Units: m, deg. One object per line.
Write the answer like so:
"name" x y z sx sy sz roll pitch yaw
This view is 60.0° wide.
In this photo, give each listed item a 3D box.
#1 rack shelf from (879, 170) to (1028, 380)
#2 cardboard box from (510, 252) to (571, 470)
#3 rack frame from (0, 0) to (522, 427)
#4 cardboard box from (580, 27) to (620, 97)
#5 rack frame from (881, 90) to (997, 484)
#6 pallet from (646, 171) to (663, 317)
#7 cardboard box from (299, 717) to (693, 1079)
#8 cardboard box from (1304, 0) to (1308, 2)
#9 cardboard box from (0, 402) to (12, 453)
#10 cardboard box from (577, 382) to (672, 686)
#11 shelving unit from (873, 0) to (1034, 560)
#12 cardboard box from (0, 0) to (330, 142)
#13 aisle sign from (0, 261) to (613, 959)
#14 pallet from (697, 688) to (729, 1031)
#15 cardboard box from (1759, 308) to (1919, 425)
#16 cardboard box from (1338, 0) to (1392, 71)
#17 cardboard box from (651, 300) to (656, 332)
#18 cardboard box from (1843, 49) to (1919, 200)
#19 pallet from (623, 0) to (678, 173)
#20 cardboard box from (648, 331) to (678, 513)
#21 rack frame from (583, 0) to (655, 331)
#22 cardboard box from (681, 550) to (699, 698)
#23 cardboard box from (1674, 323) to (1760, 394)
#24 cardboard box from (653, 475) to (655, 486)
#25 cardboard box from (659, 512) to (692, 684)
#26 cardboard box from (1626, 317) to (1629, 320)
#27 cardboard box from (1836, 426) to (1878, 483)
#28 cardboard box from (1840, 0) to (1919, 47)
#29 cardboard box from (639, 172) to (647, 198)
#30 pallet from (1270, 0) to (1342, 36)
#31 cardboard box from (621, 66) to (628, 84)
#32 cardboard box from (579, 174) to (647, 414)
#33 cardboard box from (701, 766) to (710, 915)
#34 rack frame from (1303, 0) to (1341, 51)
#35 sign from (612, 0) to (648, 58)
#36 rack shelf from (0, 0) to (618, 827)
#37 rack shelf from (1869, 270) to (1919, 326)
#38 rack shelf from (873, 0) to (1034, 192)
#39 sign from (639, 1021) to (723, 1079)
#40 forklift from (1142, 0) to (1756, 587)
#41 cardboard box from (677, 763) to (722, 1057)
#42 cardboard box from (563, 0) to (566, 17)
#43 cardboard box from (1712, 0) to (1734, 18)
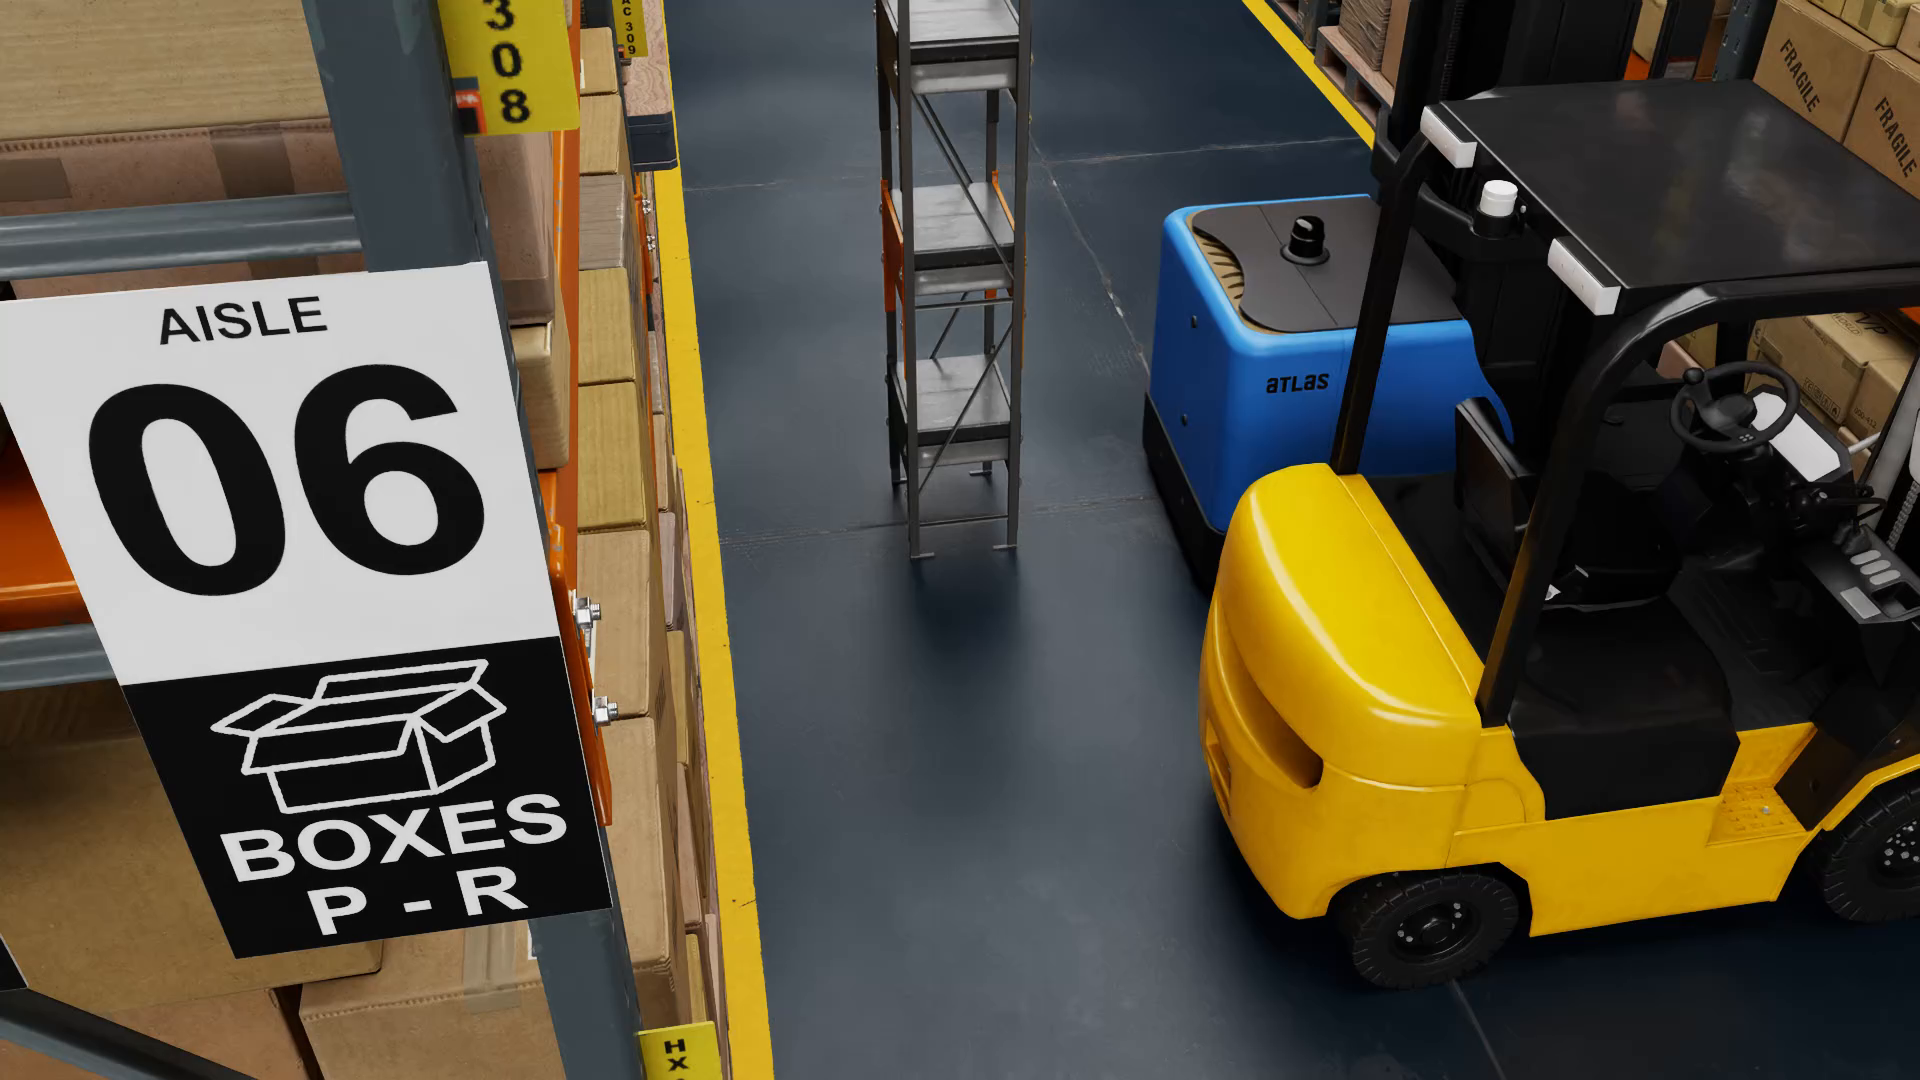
"rack shelf" -0.029 -0.918 5.743 0.431 0.518 0.480 -6 38 -8
"cardboard box" -0.627 -0.188 1.807 0.380 0.149 0.250 -6 38 -8
"rack frame" -0.888 -1.237 0.507 1.000 3.000 0.127 -6 38 -8
"cardboard box" -1.267 -1.199 5.024 0.500 0.500 0.500 -7 38 -9
"rack frame" -0.072 -1.077 5.924 0.400 2.100 0.015 -6 38 -8
"pallet" -1.945 -1.391 7.868 1.003 0.211 1.213 -6 38 -8
"cardboard box" -0.698 0.660 2.632 0.500 0.500 0.500 -7 38 -9
"cardboard box" 2.309 -3.647 10.194 0.500 0.500 0.500 -5 38 -7
"cardboard box" -1.226 -0.138 1.743 0.380 0.149 0.250 -6 38 -8
"cardboard box" -0.883 0.040 3.430 0.500 0.500 0.500 -7 38 -9
"shelving unit" -0.029 -0.929 5.735 0.431 2.100 0.503 -6 38 -8
"cardboard box" -0.750 -0.504 1.564 0.380 0.149 0.250 -6 38 -8
"aisle sign" -0.572 0.110 1.544 0.394 0.787 0.004 -6 38 -8
"pallet" -1.220 0.958 4.845 1.003 0.211 1.213 -6 38 -8
"cardboard box" 3.152 -0.659 5.737 0.500 0.250 0.500 -6 38 -8
"cardboard box" 2.691 -3.085 9.370 0.875 0.625 0.625 -5 38 -7
"cardboard box" -1.684 -0.728 6.542 0.950 0.372 0.625 -6 38 -7
"cardboard box" 3.225 -1.250 5.333 0.500 0.500 0.500 -6 38 -7
"pallet" -1.580 -1.685 6.130 1.003 0.211 1.213 -6 38 -8
"cardboard box" -1.222 -0.331 5.519 0.500 0.500 0.500 -7 38 -9
"rack frame" -1.590 -1.283 5.457 1.000 3.000 0.127 -6 38 -8
"cardboard box" -1.118 0.285 5.337 0.500 0.250 0.500 -7 38 -9
"cardboard box" 3.077 -0.772 6.290 0.500 0.250 0.500 -6 38 -8
"cardboard box" -0.956 -0.100 4.139 0.380 0.149 0.250 -6 38 -8
"cardboard box" -1.040 0.284 4.727 0.500 0.500 0.500 -4 38 -6
"cardboard box" 3.194 -1.362 7.151 0.875 0.625 0.625 -5 38 -6
"cardboard box" 3.244 -0.163 5.506 0.500 0.250 0.500 -7 38 -8
"cardboard box" 3.140 -1.738 5.432 0.380 0.149 0.250 -5 38 -7
"cardboard box" -1.937 -1.582 7.641 0.950 0.372 0.625 -5 38 -6
"pallet" 2.502 -3.589 10.698 1.003 0.211 1.213 -6 38 -8
"cardboard box" -1.376 -1.718 5.879 0.380 0.149 0.250 -6 38 -7
"cardboard box" -1.075 -0.576 4.222 0.500 0.500 0.500 -5 38 -7
"cardboard box" -0.948 0.898 4.548 0.500 0.250 0.500 -4 38 -5
"rack frame" 2.595 -4.236 9.257 1.000 3.000 0.127 -6 38 -8
"sign" -1.057 -1.688 5.273 0.100 0.325 0.005 -6 38 -8
"rack shelf" -1.239 -0.976 3.203 1.077 0.370 4.000 -6 38 -8
"rack shelf" 3.647 -0.327 4.813 1.077 0.370 4.000 -6 38 -8
"rack shelf" -0.029 -1.471 5.313 0.431 0.518 0.480 -6 38 -8
"sign" -0.354 0.732 2.157 0.100 0.325 0.005 -6 38 -8
"forklift" 2.288 -1.374 5.629 3.031 2.935 1.130 -6 38 -7
"cardboard box" -0.858 0.910 3.922 0.500 0.500 0.500 -8 38 -10
"cardboard box" -0.793 -0.748 2.202 0.500 0.250 0.500 -7 38 -9
"cardboard box" 2.959 -2.227 6.386 0.500 0.250 0.500 -7 38 -9
